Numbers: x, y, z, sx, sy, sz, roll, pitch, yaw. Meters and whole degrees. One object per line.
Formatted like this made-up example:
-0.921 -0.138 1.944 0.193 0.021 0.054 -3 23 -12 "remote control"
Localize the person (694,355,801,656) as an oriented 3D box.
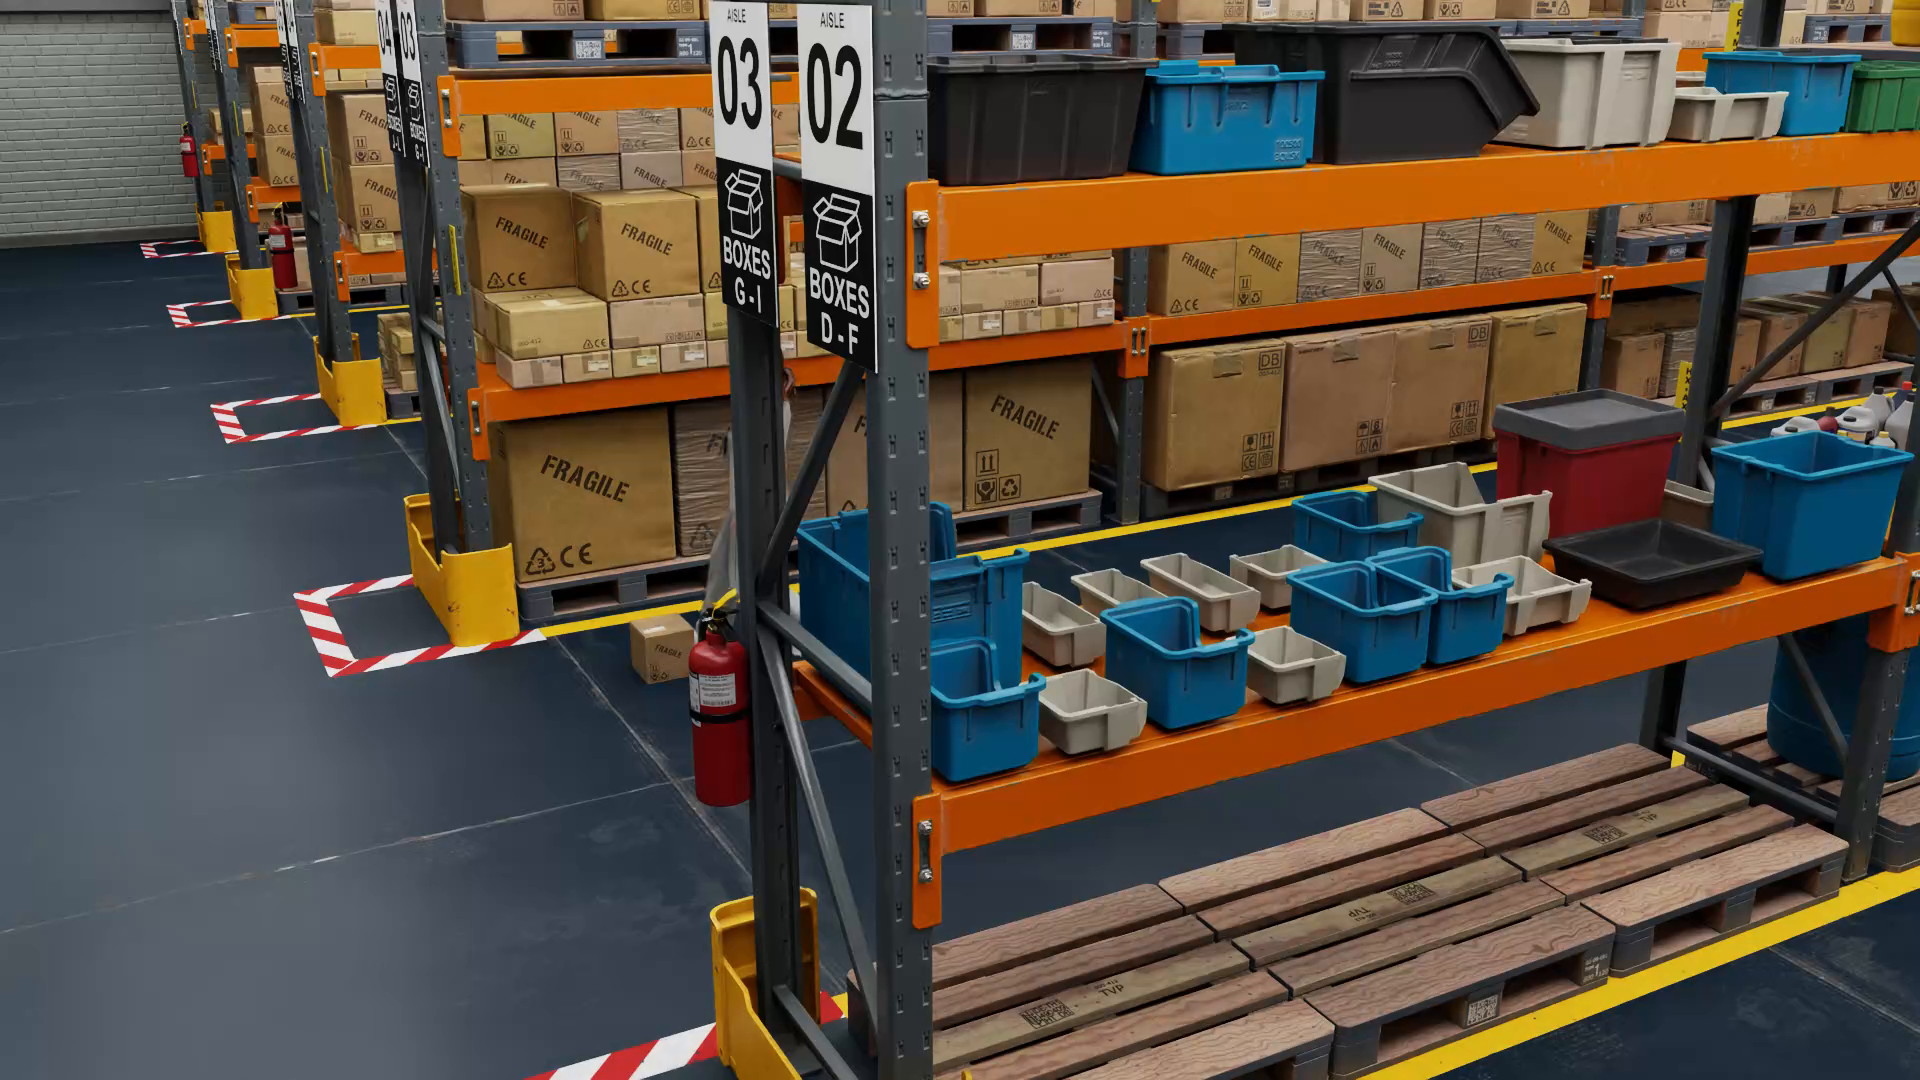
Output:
-1.027 -0.173 8.130 0.918 1.629 0.458 2 19 5 "person"
